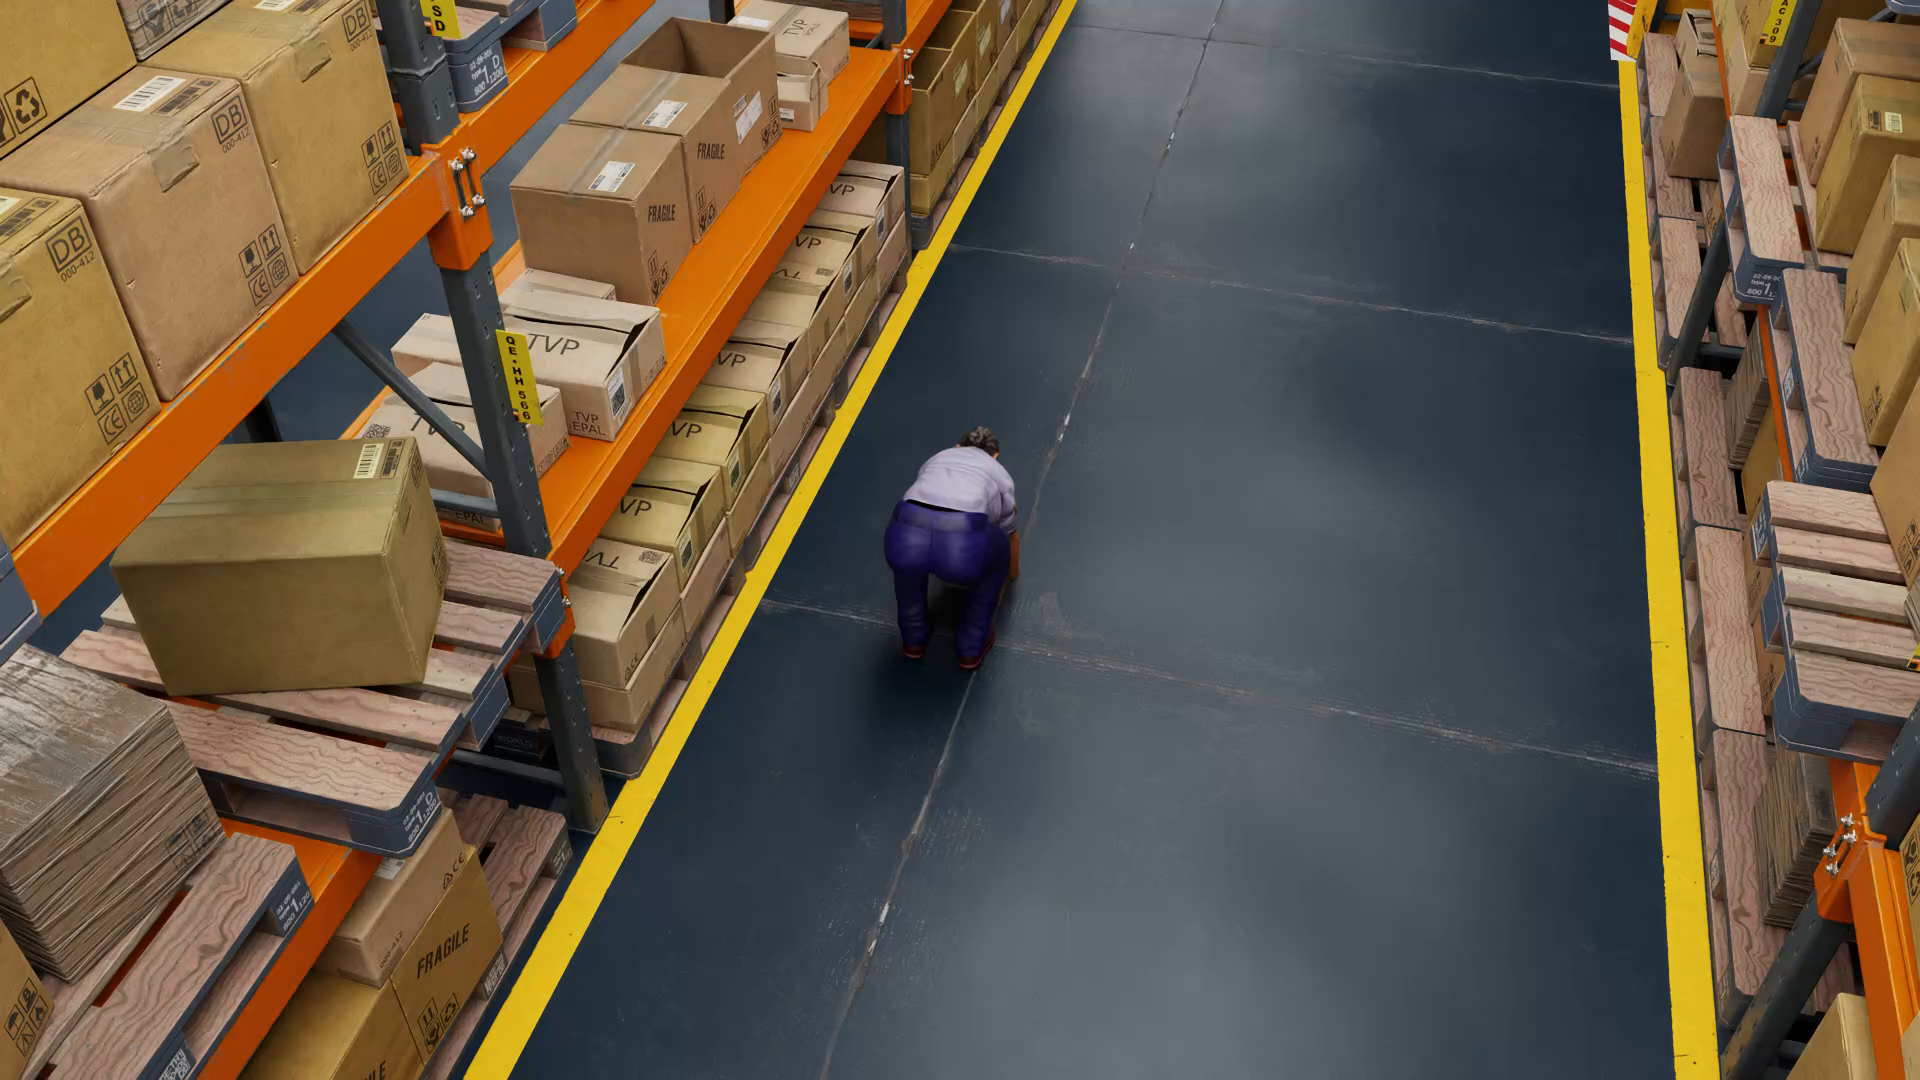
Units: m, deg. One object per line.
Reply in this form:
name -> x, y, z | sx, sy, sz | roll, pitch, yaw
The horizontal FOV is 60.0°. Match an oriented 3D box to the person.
person -> -0.065, 0.127, 6.595 | 0.492, 0.898, 0.453 | 8, 42, 9
